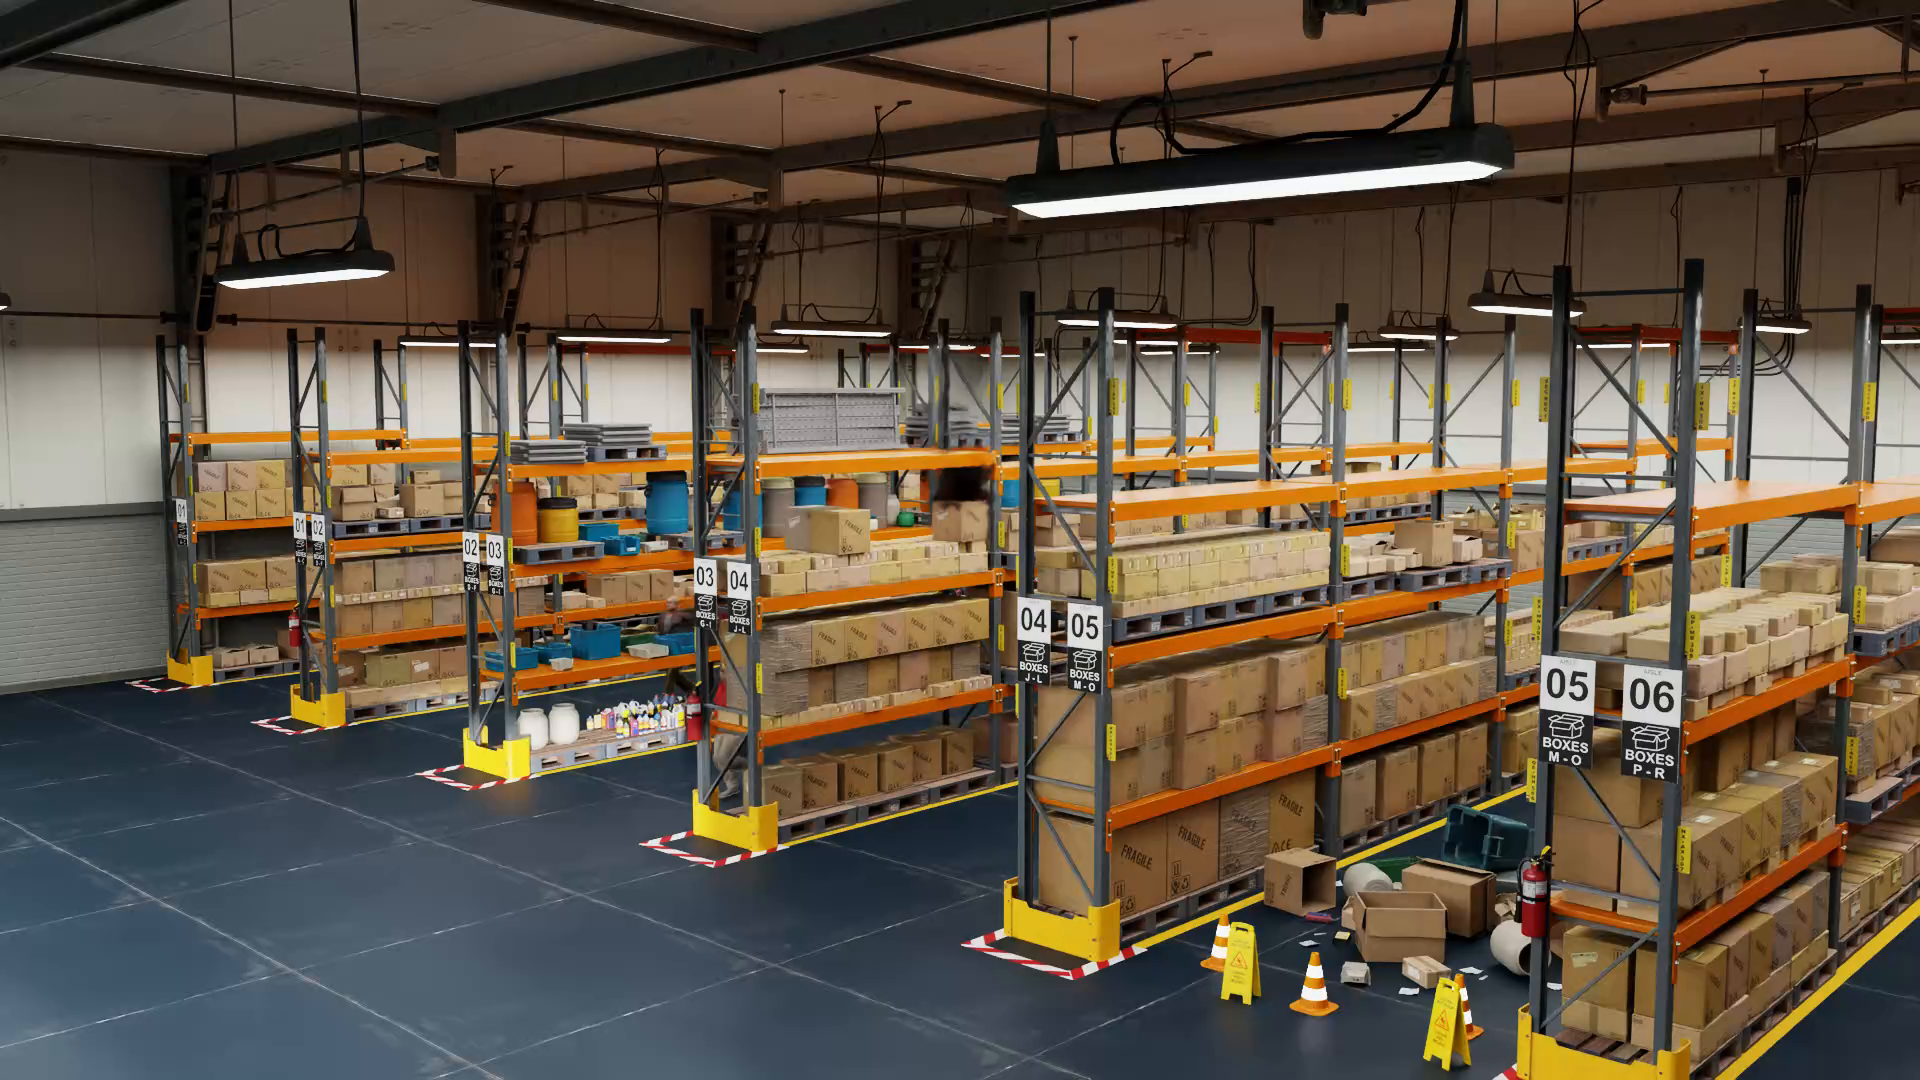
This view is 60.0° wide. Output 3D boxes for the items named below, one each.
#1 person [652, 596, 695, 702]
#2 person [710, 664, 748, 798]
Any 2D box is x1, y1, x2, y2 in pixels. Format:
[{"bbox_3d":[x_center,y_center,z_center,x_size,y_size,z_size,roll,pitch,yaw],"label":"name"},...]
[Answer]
[{"bbox_3d":[-4.565,1.768,26.411,0.709,1.771,1.034,4,7,35],"label":"person"},{"bbox_3d":[-2.882,2.384,20.880,0.622,1.687,0.647,-5,7,-43],"label":"person"}]
